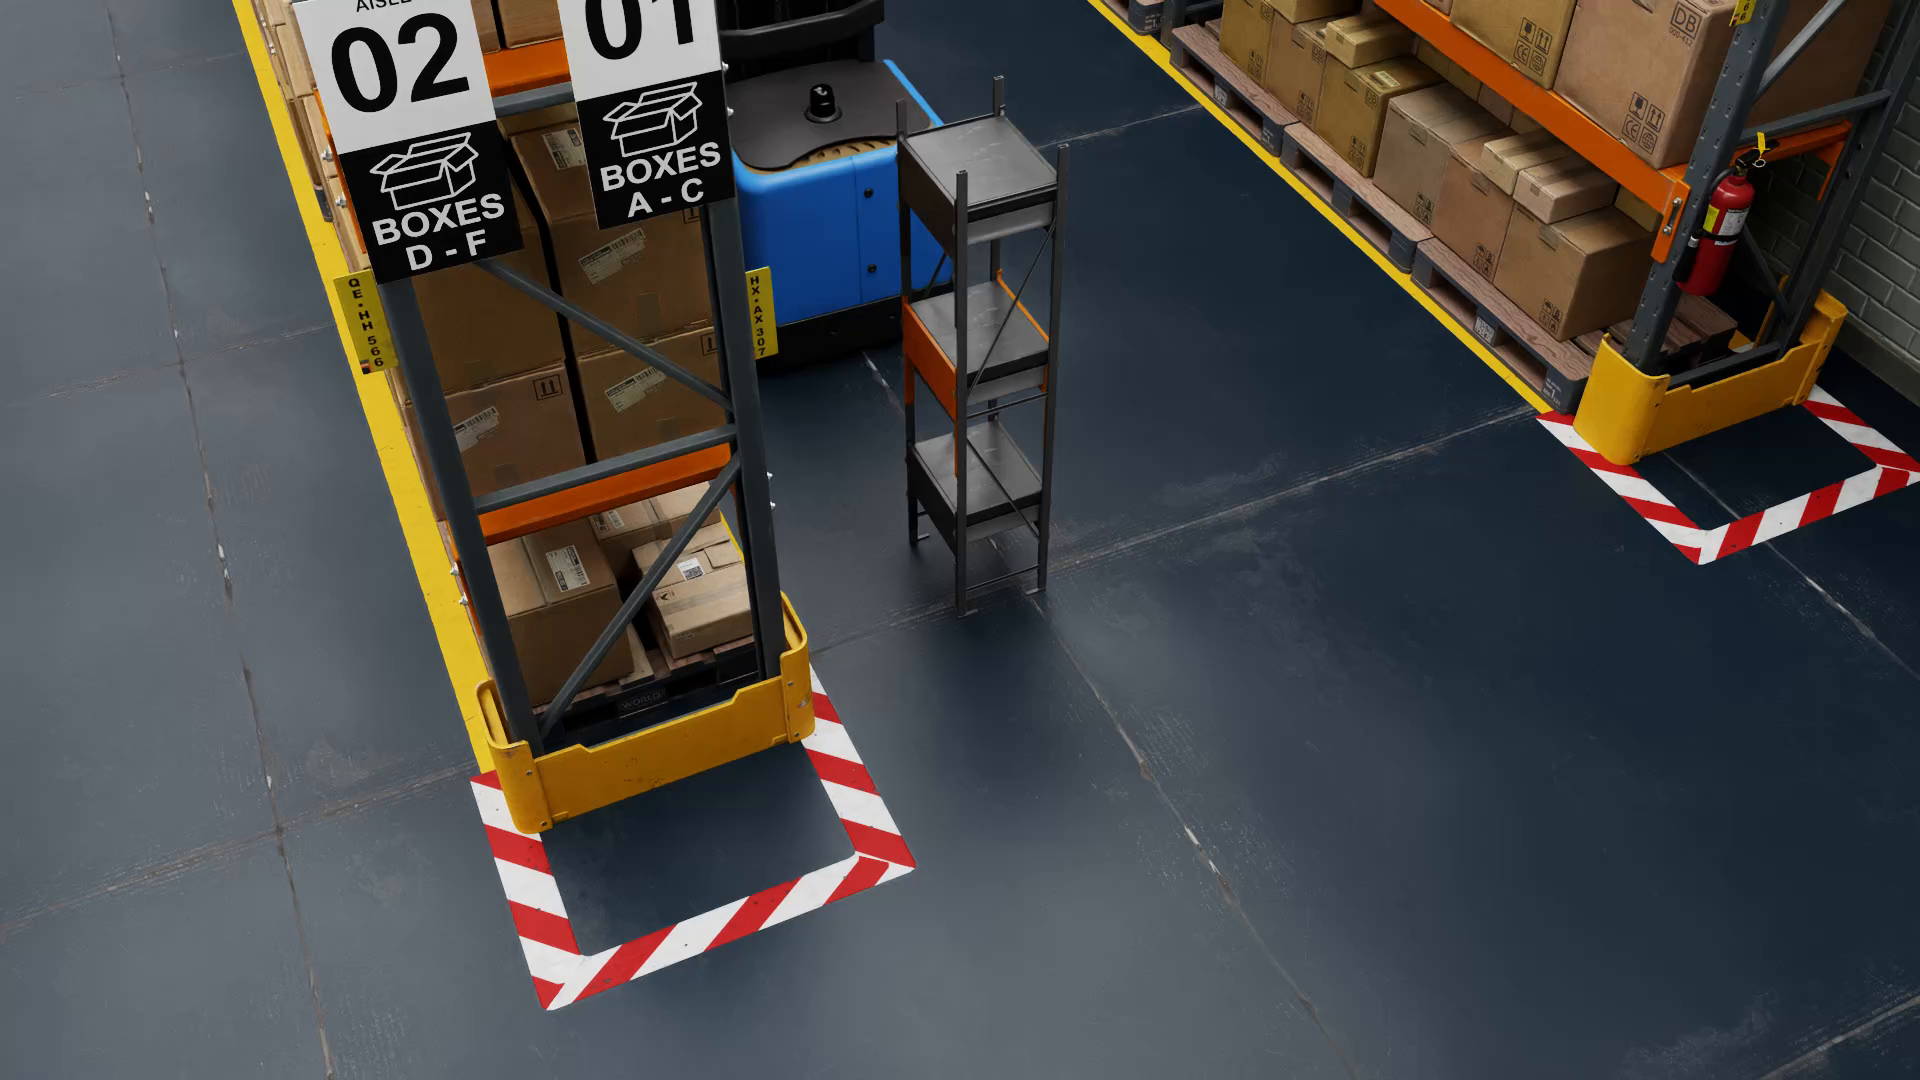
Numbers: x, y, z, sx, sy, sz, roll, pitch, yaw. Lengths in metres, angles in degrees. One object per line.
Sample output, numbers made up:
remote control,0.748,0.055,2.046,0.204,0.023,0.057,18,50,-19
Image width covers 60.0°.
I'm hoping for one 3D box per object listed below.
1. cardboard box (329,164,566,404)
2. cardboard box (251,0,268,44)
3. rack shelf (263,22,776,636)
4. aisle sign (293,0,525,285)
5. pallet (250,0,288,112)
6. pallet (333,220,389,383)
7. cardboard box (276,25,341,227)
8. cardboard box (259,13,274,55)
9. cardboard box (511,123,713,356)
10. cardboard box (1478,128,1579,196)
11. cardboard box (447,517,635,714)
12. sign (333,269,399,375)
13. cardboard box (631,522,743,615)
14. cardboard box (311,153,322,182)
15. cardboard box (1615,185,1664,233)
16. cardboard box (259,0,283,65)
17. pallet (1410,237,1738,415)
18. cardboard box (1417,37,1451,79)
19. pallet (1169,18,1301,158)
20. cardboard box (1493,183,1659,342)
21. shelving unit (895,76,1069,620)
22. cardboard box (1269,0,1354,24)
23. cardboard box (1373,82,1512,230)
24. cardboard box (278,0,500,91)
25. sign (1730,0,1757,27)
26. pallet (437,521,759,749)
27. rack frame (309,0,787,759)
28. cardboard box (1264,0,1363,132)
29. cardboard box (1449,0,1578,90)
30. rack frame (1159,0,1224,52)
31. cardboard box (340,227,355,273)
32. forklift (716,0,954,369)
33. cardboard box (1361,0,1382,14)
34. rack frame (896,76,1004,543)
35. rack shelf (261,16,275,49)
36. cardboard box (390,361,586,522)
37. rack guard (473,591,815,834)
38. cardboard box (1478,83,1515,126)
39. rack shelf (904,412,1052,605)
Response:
cardboard box,-1.542,-0.811,5.022,0.500,0.500,0.500,-18,48,-18
cardboard box,-3.881,-3.224,9.717,0.500,0.500,0.500,-20,48,-19
rack shelf,-1.946,-1.236,6.748,1.077,0.370,4.000,-18,47,-17
aisle sign,-1.354,-1.009,4.155,0.394,0.787,0.004,-18,47,-17
pallet,-3.680,-3.060,10.069,1.003,0.211,1.213,-18,47,-17
pallet,-2.499,-1.336,8.322,1.003,0.211,1.213,-18,47,-17
cardboard box,-1.977,-1.462,5.682,0.500,0.500,0.500,-17,47,-16
cardboard box,-3.455,-2.581,9.065,0.500,0.500,0.500,-18,47,-17
cardboard box,-1.052,-0.970,5.183,0.500,0.500,0.500,-17,47,-16
cardboard box,2.675,-1.781,7.807,0.380,0.149,0.250,-17,47,-16
cardboard box,-1.557,0.242,6.204,0.500,0.500,0.500,-18,47,-17
sign,-1.617,-0.591,4.533,0.100,0.325,0.005,-18,47,-17
cardboard box,-1.074,0.107,6.579,0.380,0.166,0.250,-18,47,-17
cardboard box,-2.393,-1.752,6.687,0.500,0.500,0.500,-18,47,-18
cardboard box,3.237,-1.569,7.592,0.380,0.149,0.250,-18,47,-17
cardboard box,-2.411,-2.118,6.347,0.500,0.500,0.500,-19,48,-19
pallet,2.981,-1.176,8.161,1.003,0.211,1.213,-18,47,-17
cardboard box,2.596,-2.538,8.574,0.380,0.149,0.250,-19,48,-18
pallet,1.955,-2.731,9.737,1.003,0.211,1.213,-18,47,-17
cardboard box,3.003,-1.359,7.841,0.700,0.500,0.500,-18,47,-17
shelving unit,0.070,-0.642,6.274,0.431,2.100,0.503,-18,47,-17
cardboard box,1.906,-2.943,8.985,0.380,0.149,0.250,-17,47,-16
cardboard box,2.580,-1.998,8.489,0.700,0.500,0.500,-19,48,-19
cardboard box,-1.560,-1.481,4.455,0.500,0.250,0.500,-18,47,-17
sign,2.890,-2.028,6.045,0.100,0.325,0.005,-18,47,-17
pallet,-1.473,0.219,6.747,1.003,0.211,1.213,-18,47,-17
rack frame,-1.105,-0.217,5.203,1.000,3.000,0.127,-18,47,-17
cardboard box,2.136,-2.663,9.163,0.700,0.500,0.500,-18,48,-18
cardboard box,2.848,-2.572,7.376,0.980,0.700,0.700,-18,48,-18
rack frame,1.706,-4.232,9.272,1.000,3.000,0.127,-18,47,-17
cardboard box,-1.966,-1.107,6.034,0.500,0.500,0.500,-18,47,-17
forklift,-1.067,-2.894,7.965,1.130,2.935,3.031,-17,47,-17
cardboard box,2.381,-2.864,8.904,0.380,0.149,0.250,-19,48,-19
rack frame,-0.033,-0.797,6.432,0.400,2.100,0.015,-18,47,-17
rack shelf,-3.628,-3.785,9.331,1.077,0.370,4.000,-18,47,-17
cardboard box,-1.540,-0.458,5.376,0.500,0.500,0.500,-17,47,-16
rack guard,-1.137,0.624,6.131,1.175,0.500,0.348,-18,47,-17
cardboard box,2.811,-2.213,8.245,0.380,0.149,0.250,-17,47,-17
rack shelf,0.070,-0.134,6.776,0.431,0.518,0.480,-18,47,-17
